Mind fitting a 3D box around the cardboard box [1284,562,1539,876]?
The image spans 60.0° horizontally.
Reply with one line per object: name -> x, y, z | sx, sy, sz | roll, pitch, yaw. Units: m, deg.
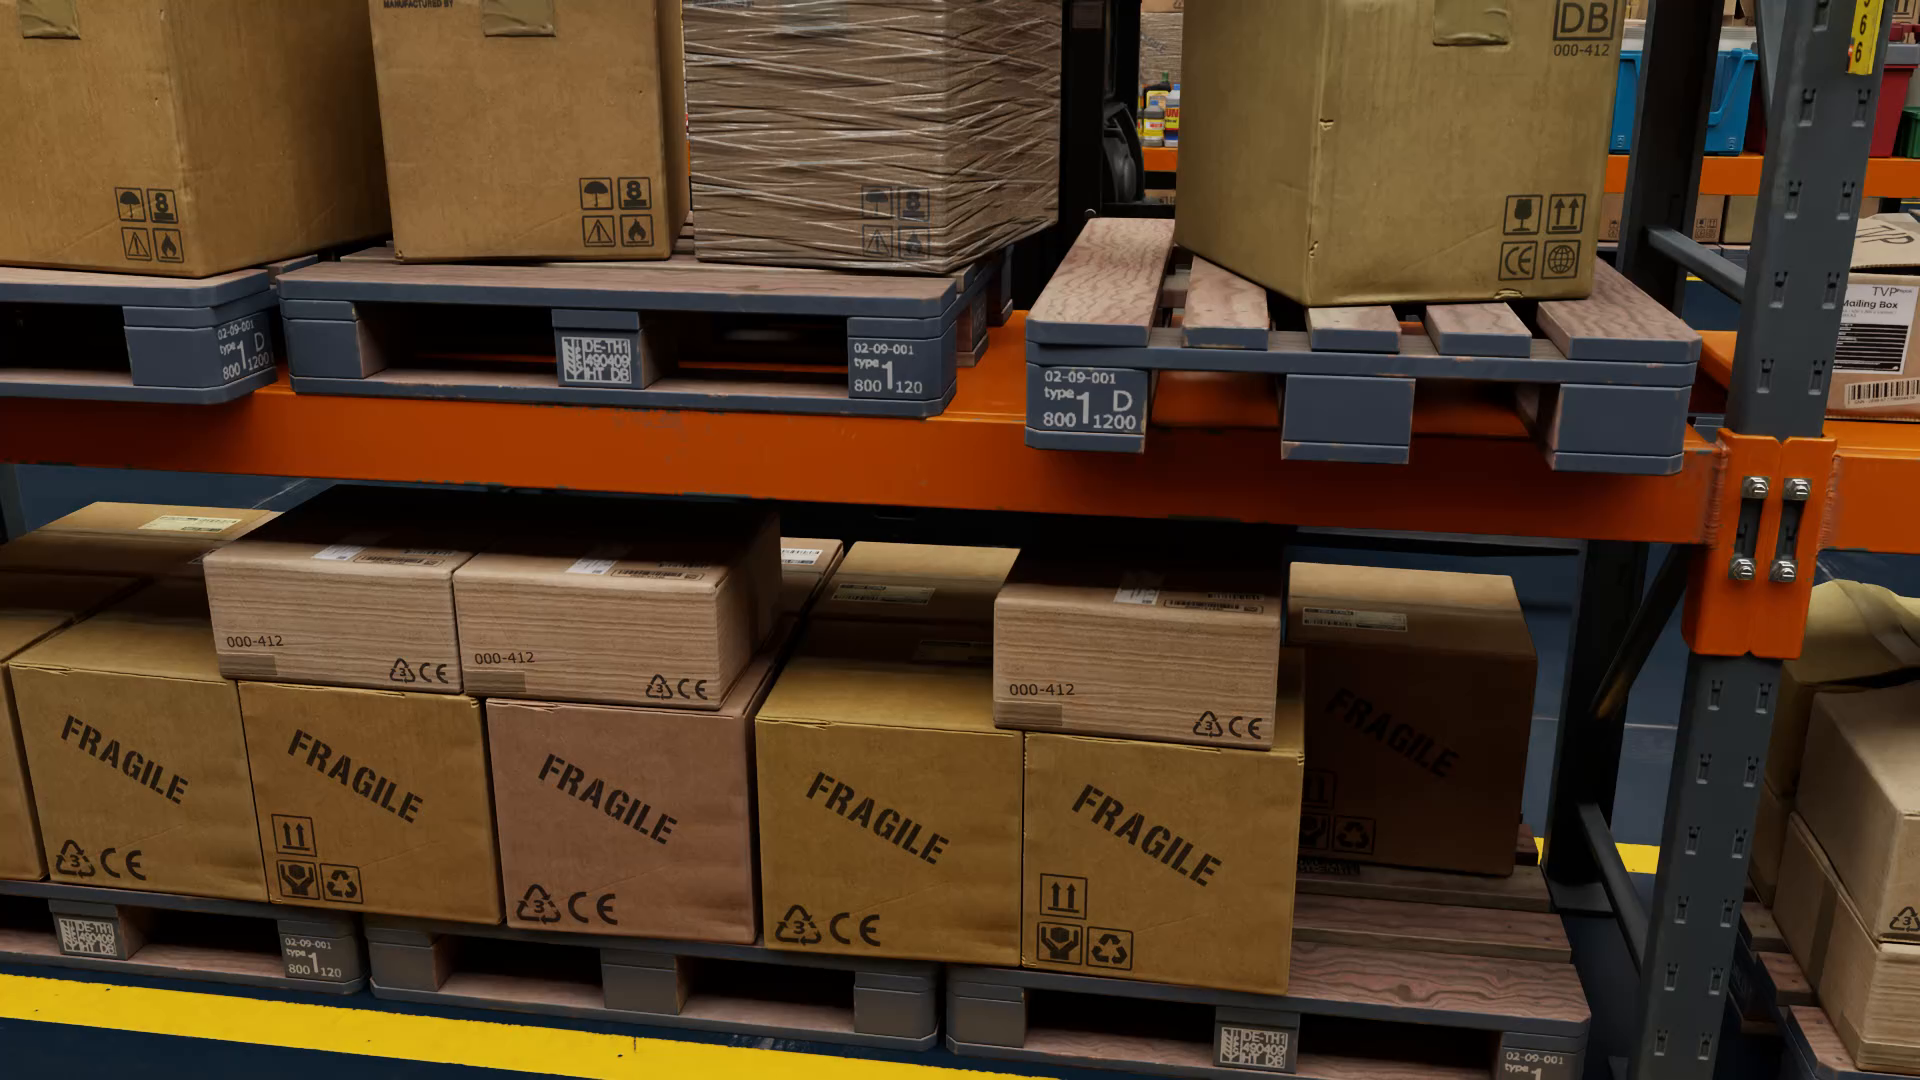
cardboard box -> 0.966, 0.379, 3.689 | 0.500, 0.500, 0.500 | 4, 19, 11

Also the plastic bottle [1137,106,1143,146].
plastic bottle -> 0.777, -1.882, 7.513 | 0.097, 0.201, 0.097 | 0, 18, 0

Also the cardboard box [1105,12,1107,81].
cardboard box -> 0.912, -3.661, 12.360 | 0.500, 0.500, 0.500 | 3, 19, 10

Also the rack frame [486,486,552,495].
rack frame -> -1.755, -0.831, 6.424 | 0.032, 1.500, 0.500 | 4, 19, 11

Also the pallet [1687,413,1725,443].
pallet -> 2.918, -0.663, 7.953 | 1.213, 0.211, 1.003 | 3, 19, 9

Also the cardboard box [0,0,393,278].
cardboard box -> -1.458, -0.824, 3.220 | 0.500, 0.500, 0.700 | 6, 19, 17

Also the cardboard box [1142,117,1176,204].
cardboard box -> 1.388, -2.869, 12.836 | 0.875, 0.875, 1.225 | 3, 19, 9

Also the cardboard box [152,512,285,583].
cardboard box -> -1.560, 0.253, 4.066 | 0.500, 0.500, 0.500 | 3, 19, 9

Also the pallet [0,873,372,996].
pallet -> -1.770, 0.665, 3.983 | 1.213, 0.211, 1.003 | 3, 19, 9

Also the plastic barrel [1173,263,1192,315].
plastic barrel -> 1.102, -1.076, 8.050 | 0.421, 0.512, 0.421 | 0, 18, 0

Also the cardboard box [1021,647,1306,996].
cardboard box -> 0.409, 0.518, 3.274 | 0.500, 0.500, 0.500 | 4, 19, 11

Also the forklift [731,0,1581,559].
forklift -> 0.751, -1.341, 5.692 | 3.031, 2.935, 1.130 | 4, 19, 11

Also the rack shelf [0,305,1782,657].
rack shelf -> -0.605, -0.245, 3.441 | 4.000, 0.370, 1.077 | 3, 19, 9

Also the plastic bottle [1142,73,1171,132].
plastic bottle -> 0.974, -2.161, 8.217 | 0.133, 0.283, 0.061 | 3, 19, 9

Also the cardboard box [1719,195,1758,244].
cardboard box -> 5.823, -2.478, 12.228 | 0.500, 0.500, 0.700 | 3, 19, 8

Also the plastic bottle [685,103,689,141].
plastic bottle -> -1.247, -1.985, 7.822 | 0.097, 0.201, 0.097 | 0, 18, 0

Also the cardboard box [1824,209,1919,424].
cardboard box -> 1.722, -0.411, 2.945 | 0.500, 0.311, 0.500 | 4, 19, 12

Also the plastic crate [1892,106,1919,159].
plastic crate -> 4.344, -1.734, 7.093 | 0.662, 0.188, 0.450 | 3, 19, 9

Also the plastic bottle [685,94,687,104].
plastic bottle -> -1.351, -2.185, 8.420 | 0.097, 0.201, 0.097 | 0, 18, 0

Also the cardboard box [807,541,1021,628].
cardboard box -> -0.046, 0.328, 3.843 | 0.500, 0.500, 0.500 | 3, 19, 8

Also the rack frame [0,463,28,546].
rack frame -> -2.579, -0.687, 3.628 | 0.127, 3.000, 1.000 | 3, 19, 9

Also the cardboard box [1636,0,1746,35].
cardboard box -> 5.168, -3.694, 11.790 | 0.637, 0.503, 0.797 | 5, 19, 14

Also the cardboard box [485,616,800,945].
cardboard box -> -0.621, 0.467, 3.425 | 0.500, 0.500, 0.500 | 2, 19, 7

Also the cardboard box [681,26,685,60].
cardboard box -> -1.993, -3.825, 12.775 | 0.500, 0.250, 0.500 | 3, 19, 10

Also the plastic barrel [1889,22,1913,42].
plastic barrel -> 4.047, -2.076, 7.565 | 0.433, 0.535, 0.433 | 0, 18, 0

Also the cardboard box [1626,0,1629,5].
cardboard box -> 6.283, -5.532, 16.375 | 0.500, 0.500, 0.700 | 3, 19, 9

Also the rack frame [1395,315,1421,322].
rack frame -> 2.159, -2.037, 7.663 | 0.127, 3.000, 1.000 | 3, 19, 9

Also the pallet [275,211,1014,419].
pallet -> -0.551, -0.491, 3.345 | 1.213, 0.211, 1.003 | 3, 19, 9

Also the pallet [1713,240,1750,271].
pallet -> 6.125, -2.104, 12.257 | 1.213, 0.211, 1.003 | 3, 19, 9

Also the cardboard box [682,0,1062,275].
cardboard box -> -0.142, -0.834, 3.249 | 0.500, 0.500, 0.700 | 7, 20, 19

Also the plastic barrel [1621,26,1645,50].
plastic barrel -> 3.209, -2.105, 7.691 | 0.421, 0.512, 0.421 | 0, 18, 0

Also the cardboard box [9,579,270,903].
cardboard box -> -1.612, 0.414, 3.584 | 0.500, 0.500, 0.500 | 3, 19, 9

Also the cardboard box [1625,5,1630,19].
cardboard box -> 6.225, -4.977, 16.292 | 0.500, 0.500, 0.500 | 3, 19, 9

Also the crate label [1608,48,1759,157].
crate label -> 3.097, -1.919, 7.255 | 0.616, 0.435, 0.502 | 3, 19, 9

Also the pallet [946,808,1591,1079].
pallet -> 0.639, 0.788, 3.616 | 1.213, 0.211, 1.003 | 3, 19, 9

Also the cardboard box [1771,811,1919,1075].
cardboard box -> 1.840, 0.738, 3.042 | 0.500, 0.250, 0.500 | 3, 19, 8

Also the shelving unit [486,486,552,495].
shelving unit -> -1.257, -0.799, 6.327 | 1.048, 1.500, 0.538 | 4, 19, 11

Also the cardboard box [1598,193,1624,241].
cardboard box -> 4.720, -2.534, 12.395 | 0.500, 0.500, 0.700 | 5, 19, 13

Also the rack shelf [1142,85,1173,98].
rack shelf -> 0.970, -3.348, 12.716 | 4.000, 0.370, 1.077 | 3, 19, 9

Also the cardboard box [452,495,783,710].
cardboard box -> -0.658, 0.111, 3.309 | 0.500, 0.250, 0.500 | 3, 19, 8

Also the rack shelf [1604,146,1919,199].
rack shelf -> 4.134, -1.595, 7.477 | 4.000, 0.370, 1.077 | 3, 19, 9

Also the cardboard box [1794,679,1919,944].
cardboard box -> 1.840, 0.472, 2.953 | 0.500, 0.311, 0.500 | 4, 19, 11
